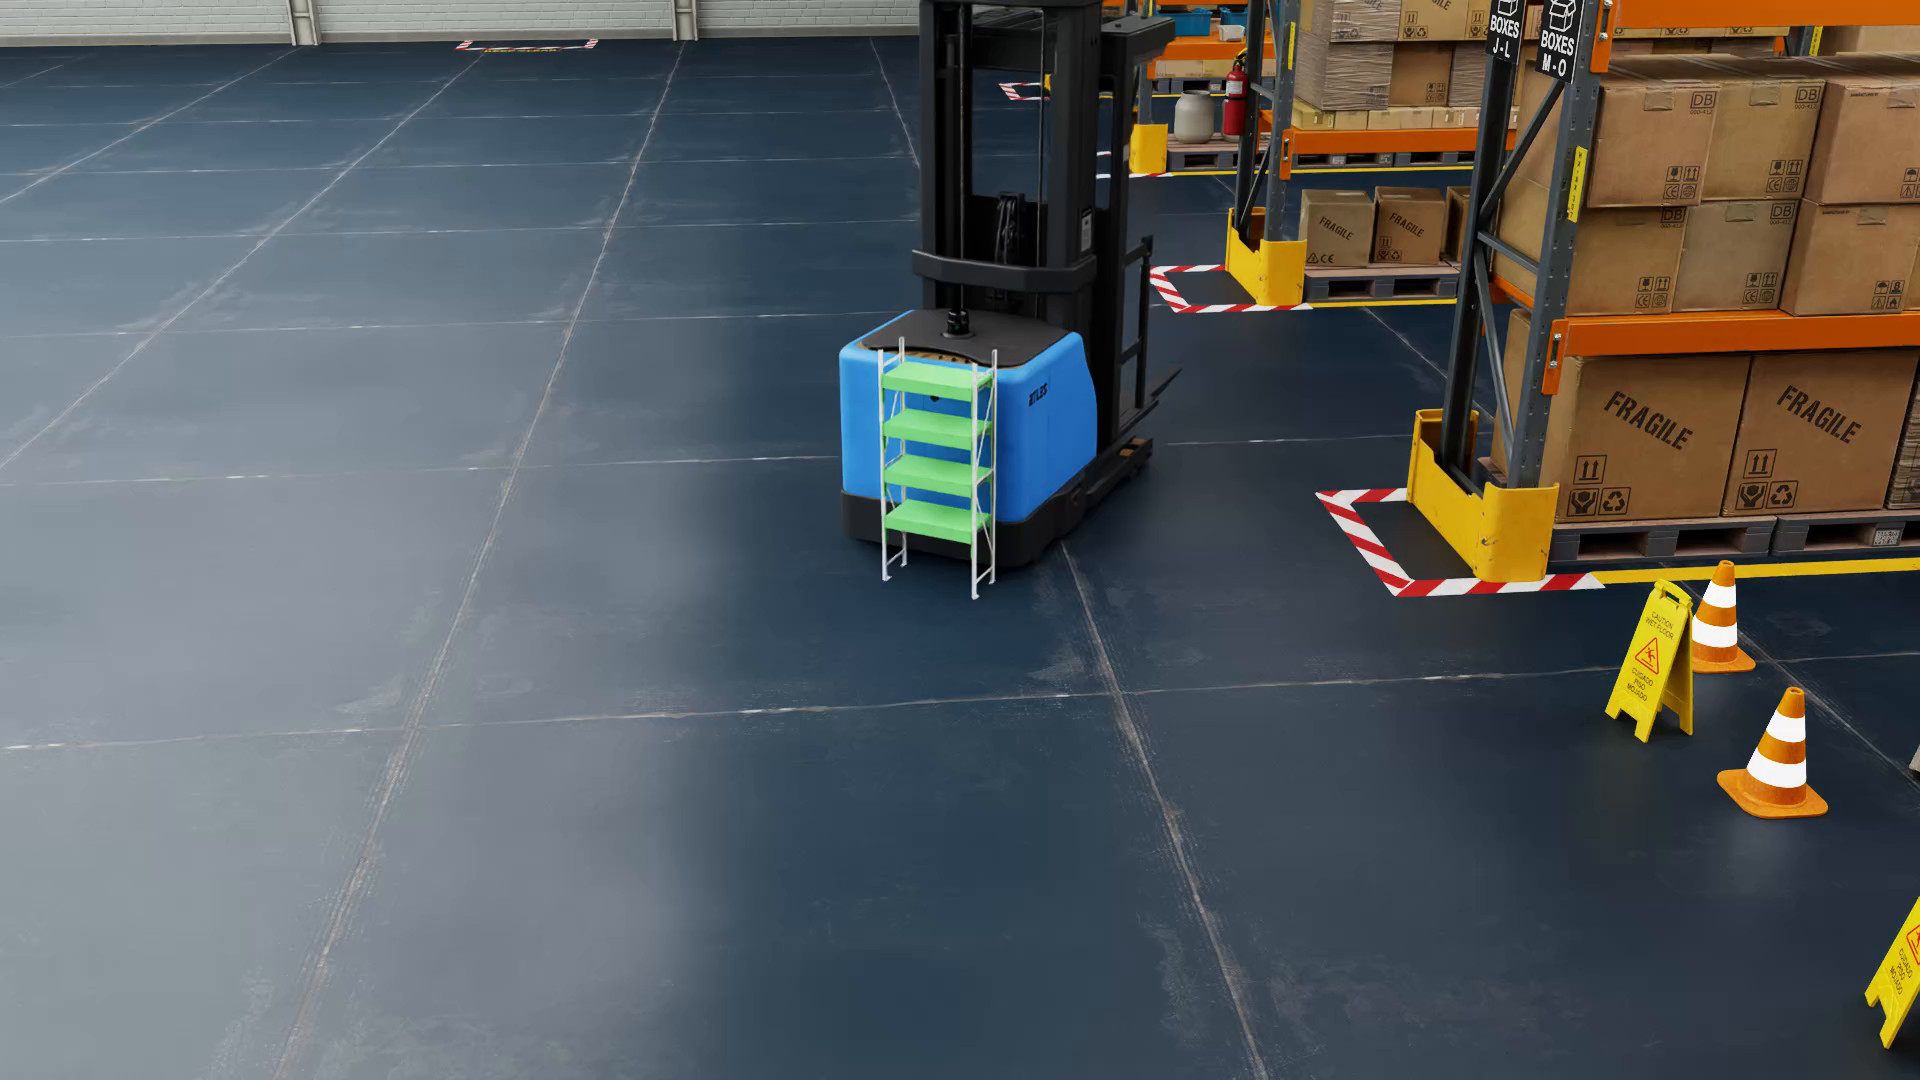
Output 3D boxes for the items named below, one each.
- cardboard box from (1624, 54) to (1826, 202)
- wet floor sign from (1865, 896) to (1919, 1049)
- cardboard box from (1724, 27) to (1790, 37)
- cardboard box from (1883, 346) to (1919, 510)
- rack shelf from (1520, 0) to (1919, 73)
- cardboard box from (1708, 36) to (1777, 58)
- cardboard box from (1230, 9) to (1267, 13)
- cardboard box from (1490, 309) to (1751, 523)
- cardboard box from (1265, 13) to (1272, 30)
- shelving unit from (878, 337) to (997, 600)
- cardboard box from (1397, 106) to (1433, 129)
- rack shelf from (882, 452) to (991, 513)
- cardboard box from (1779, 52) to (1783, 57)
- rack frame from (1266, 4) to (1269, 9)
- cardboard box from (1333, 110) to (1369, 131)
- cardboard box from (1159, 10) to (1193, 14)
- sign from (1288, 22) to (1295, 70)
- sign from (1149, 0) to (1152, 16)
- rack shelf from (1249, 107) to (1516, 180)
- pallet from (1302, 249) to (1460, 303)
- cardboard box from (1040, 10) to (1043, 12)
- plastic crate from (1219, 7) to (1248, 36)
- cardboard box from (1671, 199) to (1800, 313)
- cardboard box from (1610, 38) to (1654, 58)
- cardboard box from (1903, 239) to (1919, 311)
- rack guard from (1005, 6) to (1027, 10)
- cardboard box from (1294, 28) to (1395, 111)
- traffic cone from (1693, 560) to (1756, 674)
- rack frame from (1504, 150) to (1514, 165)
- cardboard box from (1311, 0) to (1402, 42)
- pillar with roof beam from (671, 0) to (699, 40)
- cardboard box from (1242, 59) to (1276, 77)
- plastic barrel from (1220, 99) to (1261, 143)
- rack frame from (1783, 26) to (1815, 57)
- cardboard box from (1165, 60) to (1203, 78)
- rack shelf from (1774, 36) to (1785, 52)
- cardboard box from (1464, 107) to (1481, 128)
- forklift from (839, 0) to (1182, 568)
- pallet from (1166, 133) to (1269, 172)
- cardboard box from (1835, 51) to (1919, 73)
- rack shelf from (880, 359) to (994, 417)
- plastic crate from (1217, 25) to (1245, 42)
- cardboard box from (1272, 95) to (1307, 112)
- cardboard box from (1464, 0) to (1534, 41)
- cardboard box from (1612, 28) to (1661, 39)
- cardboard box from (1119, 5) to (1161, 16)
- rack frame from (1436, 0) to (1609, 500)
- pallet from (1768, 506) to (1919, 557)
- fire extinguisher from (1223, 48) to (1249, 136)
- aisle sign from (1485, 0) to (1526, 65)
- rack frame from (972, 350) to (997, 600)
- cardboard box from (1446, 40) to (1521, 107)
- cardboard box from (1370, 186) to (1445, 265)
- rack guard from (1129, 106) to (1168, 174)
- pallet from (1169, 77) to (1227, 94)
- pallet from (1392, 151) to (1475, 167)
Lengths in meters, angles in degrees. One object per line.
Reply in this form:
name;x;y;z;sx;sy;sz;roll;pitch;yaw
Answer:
cardboard box;3.646;-2.018;8.084;0.550;0.550;0.875;-2;24;-5
wet floor sign;3.028;1.250;5.144;0.232;0.644;0.267;6;25;13
cardboard box;5.908;-4.076;12.506;0.500;0.500;0.500;-2;24;-5
cardboard box;5.186;-0.744;8.830;0.875;0.875;0.875;-2;24;-5
rack shelf;4.725;-2.520;7.918;4.000;0.370;1.077;-2;24;-5
cardboard box;5.875;-3.755;13.016;0.500;0.500;0.875;-2;24;-5
cardboard box;3.871;-6.917;22.564;0.500;0.500;0.500;-2;24;-5
cardboard box;3.403;-0.673;8.669;0.875;0.875;0.875;-2;24;-5
cardboard box;3.923;-6.705;22.087;0.500;0.500;0.500;-2;24;-5
shelving unit;-0.105;-0.342;8.042;0.503;1.200;0.258;11;26;23
cardboard box;3.403;-3.231;12.636;0.250;0.149;0.380;-2;24;-5
rack shelf;-0.105;-0.284;8.068;0.480;0.148;0.258;11;26;23
cardboard box;11.359;-6.756;22.792;0.500;0.500;0.500;-3;24;-7
rack frame;4.868;-9.573;26.594;0.127;3.000;1.000;-2;24;-5
cardboard box;2.906;-3.209;12.586;0.250;0.149;0.380;-2;24;-5
cardboard box;2.876;-6.877;22.473;0.500;0.500;0.500;-2;24;-5
sign;2.401;-3.583;12.052;0.005;0.325;0.100;-2;24;-5
sign;1.911;-5.313;16.669;0.005;0.325;0.100;-2;24;-5
rack shelf;4.338;-3.158;13.047;4.000;0.370;1.077;-2;24;-5
pallet;3.235;-2.154;13.335;1.213;0.211;1.003;-2;24;-5
cardboard box;1.585;-8.377;26.672;0.500;0.311;0.500;-5;24;-11
plastic crate;2.977;-5.505;17.626;0.408;0.251;0.499;-2;24;-5
cardboard box;3.645;-1.530;8.315;0.550;0.550;0.875;-2;24;-5
cardboard box;4.886;-3.689;12.866;0.500;0.500;0.875;-2;24;-5
cardboard box;4.738;-1.540;8.337;0.500;0.550;0.875;-2;24;-5
rack guard;0.963;-8.274;26.749;0.348;0.500;1.175;-2;24;-5
cardboard box;2.898;-3.599;12.665;0.500;0.500;0.875;-2;24;-5
traffic cone;3.403;0.314;7.474;0.334;0.463;0.336;-2;24;-5
rack frame;5.842;-5.568;17.585;0.127;3.000;1.000;-2;24;-5
cardboard box;2.922;-3.957;12.239;0.500;0.500;0.500;-2;24;-5
pillar with roof beam;-4.049;-10.552;21.412;0.400;9.000;9.100;-2;24;-5
cardboard box;3.924;-6.357;22.228;0.500;0.250;0.500;-2;24;-5
plastic barrel;3.007;-4.541;17.819;0.421;0.512;0.421;0;24;0
rack frame;6.329;-3.566;13.081;0.127;3.000;1.000;-2;24;-5
cardboard box;2.928;-6.319;22.142;0.500;0.250;0.500;-2;24;-5
rack shelf;7.832;-5.319;17.911;4.000;0.370;1.077;-2;24;-5
cardboard box;3.898;-3.260;12.700;0.250;0.149;0.380;-2;24;-5
forklift;0.475;-1.767;9.117;1.130;2.935;3.031;11;26;23
pallet;2.741;-4.187;17.910;1.213;0.211;1.003;-2;24;-5
cardboard box;4.731;-2.059;8.176;0.500;0.550;0.875;-2;24;-5
rack shelf;-0.105;-0.722;7.873;0.480;0.148;0.258;11;26;23
plastic crate;2.783;-5.194;17.067;0.250;0.136;0.298;-2;24;-5
cardboard box;2.611;-3.387;12.986;0.250;0.149;0.380;-2;24;-5
cardboard box;3.918;-3.995;12.324;0.500;0.500;0.500;-2;24;-5
cardboard box;4.913;-4.036;12.416;0.500;0.500;0.500;-2;24;-5
cardboard box;2.887;-8.495;26.705;0.500;0.500;0.700;-4;24;-8
rack frame;2.735;-1.398;8.202;0.127;3.000;1.000;-2;24;-5
pallet;4.734;-0.235;9.018;1.213;0.211;1.003;-2;24;-5
fire extinguisher;2.189;-3.553;13.146;0.183;0.674;0.296;-2;24;-5
aisle sign;2.635;-2.704;7.940;0.004;0.787;0.394;-2;24;-5
rack frame;0.116;-0.300;7.947;0.015;1.200;0.240;11;26;23
cardboard box;3.886;-3.670;12.825;0.500;0.500;0.875;-2;24;-5
cardboard box;3.562;-2.512;13.270;0.500;0.500;0.500;4;24;9
rack guard;1.932;-4.288;17.783;0.348;0.500;1.175;-2;24;-5
pallet;3.346;-6.232;22.510;1.213;0.211;1.003;-2;24;-5
pallet;5.169;-4.284;18.129;1.213;0.211;1.003;-2;24;-5
